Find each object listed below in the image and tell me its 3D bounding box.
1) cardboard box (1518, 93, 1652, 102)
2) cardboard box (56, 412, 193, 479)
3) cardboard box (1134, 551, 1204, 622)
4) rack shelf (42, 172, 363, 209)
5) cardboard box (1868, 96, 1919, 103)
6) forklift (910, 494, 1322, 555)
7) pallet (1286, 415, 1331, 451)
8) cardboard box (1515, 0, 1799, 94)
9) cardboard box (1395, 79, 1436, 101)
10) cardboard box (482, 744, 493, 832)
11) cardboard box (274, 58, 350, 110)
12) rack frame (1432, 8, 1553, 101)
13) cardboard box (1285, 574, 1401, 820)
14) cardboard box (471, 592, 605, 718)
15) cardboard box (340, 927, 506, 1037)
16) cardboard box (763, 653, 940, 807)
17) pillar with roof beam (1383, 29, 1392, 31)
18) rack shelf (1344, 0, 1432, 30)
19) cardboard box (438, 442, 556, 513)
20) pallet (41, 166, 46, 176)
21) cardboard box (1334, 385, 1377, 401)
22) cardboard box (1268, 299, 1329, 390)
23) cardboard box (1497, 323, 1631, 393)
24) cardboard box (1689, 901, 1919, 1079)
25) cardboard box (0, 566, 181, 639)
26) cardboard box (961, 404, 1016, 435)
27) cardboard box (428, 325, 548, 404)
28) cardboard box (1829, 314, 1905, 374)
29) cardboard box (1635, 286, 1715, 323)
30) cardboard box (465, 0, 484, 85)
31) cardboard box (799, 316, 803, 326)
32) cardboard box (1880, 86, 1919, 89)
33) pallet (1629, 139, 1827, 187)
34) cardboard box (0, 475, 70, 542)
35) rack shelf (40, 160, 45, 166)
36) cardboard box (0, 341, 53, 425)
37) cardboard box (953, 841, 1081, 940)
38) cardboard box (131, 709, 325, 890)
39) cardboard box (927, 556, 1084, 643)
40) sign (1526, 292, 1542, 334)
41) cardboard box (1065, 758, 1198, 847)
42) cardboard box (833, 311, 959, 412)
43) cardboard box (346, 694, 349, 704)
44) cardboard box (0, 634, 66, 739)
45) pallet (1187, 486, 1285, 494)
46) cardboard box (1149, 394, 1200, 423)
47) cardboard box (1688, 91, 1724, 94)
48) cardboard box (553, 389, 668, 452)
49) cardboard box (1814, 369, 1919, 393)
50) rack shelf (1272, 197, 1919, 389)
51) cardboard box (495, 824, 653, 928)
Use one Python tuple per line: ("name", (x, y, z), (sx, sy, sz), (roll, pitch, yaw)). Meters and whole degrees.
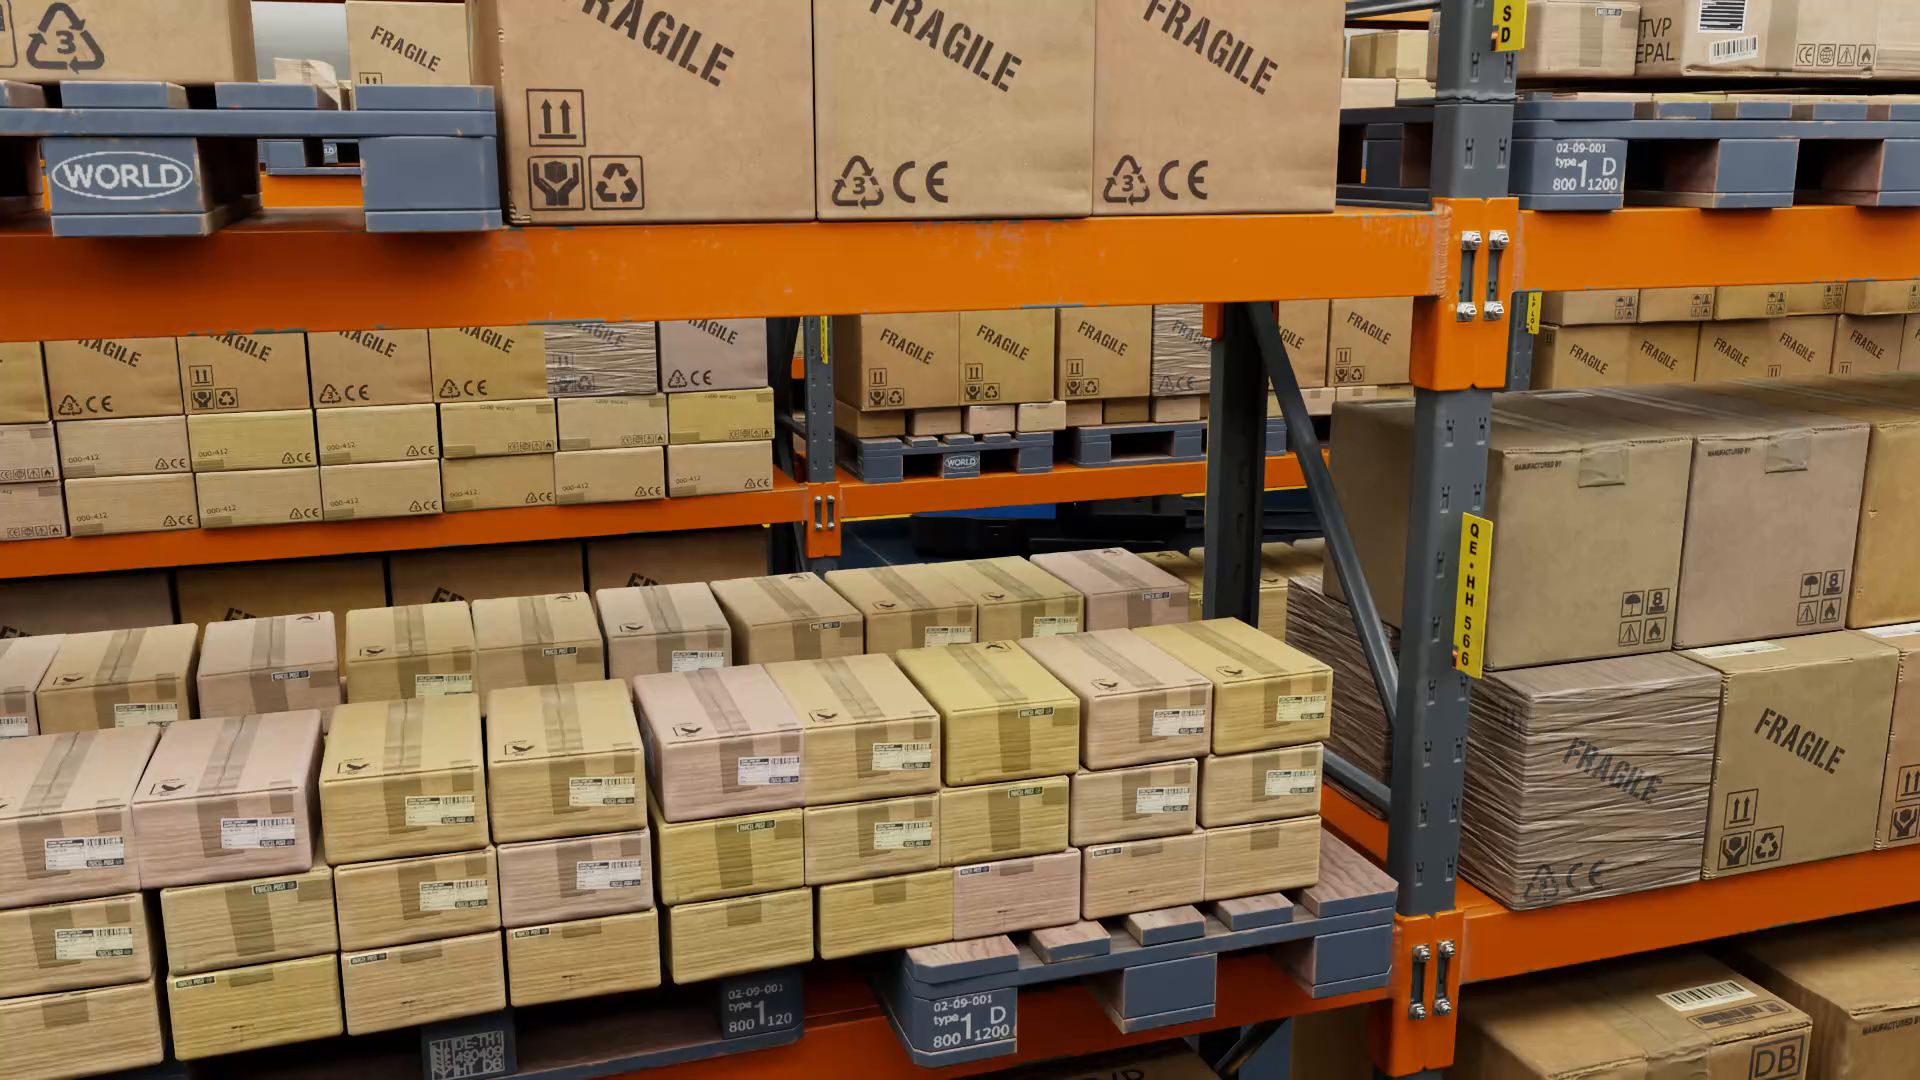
("cardboard box", (3.470, -2.358, 9.273), (0.500, 0.250, 0.500), (-5, 14, -19))
("cardboard box", (-3.624, -0.450, 7.294), (0.500, 0.250, 0.500), (-4, 14, -17))
("cardboard box", (1.131, 0.364, 9.400), (0.625, 0.372, 0.950), (-4, 14, -16))
("rack shelf", (-2.721, -1.521, 7.627), (4.000, 0.370, 1.077), (-4, 14, -18))
("cardboard box", (5.391, -2.508, 9.902), (0.500, 0.250, 0.500), (-4, 14, -16))
("forklift", (1.180, -1.387, 12.140), (3.031, 2.935, 1.130), (1, 13, 5))
("pallet", (2.195, -0.737, 9.672), (1.213, 0.211, 1.003), (-4, 14, -18))
("cardboard box", (1.744, -1.293, 4.183), (0.500, 0.311, 0.500), (-4, 14, -18))
("cardboard box", (2.459, -2.370, 9.060), (0.500, 0.250, 0.500), (-5, 14, -19))
("cardboard box", (-0.895, 0.524, 3.593), (0.250, 0.149, 0.380), (-4, 14, -17))
("cardboard box", (-2.773, -1.920, 7.135), (0.258, 0.266, 0.396), (-3, 14, -13))
("rack frame", (2.966, -3.773, 9.059), (0.127, 3.000, 1.000), (-4, 14, -18))
("cardboard box", (1.191, 0.378, 4.355), (0.500, 0.500, 0.500), (-4, 14, -18))
("cardboard box", (-0.896, 0.236, 3.516), (0.250, 0.149, 0.380), (-4, 14, -16))
("cardboard box", (-0.946, 0.688, 2.902), (0.250, 0.149, 0.380), (-5, 14, -21))
("cardboard box", (-0.208, 0.342, 3.072), (0.250, 0.149, 0.380), (-4, 14, -16))
("pillar with roof beam", (5.596, -4.359, 11.521), (0.400, 9.000, 9.100), (-4, 14, -18))
("rack shelf", (3.275, -4.464, 14.384), (4.000, 0.370, 1.077), (-4, 14, -18))
("cardboard box", (-2.183, -0.317, 7.818), (0.500, 0.250, 0.500), (-5, 14, -19))
("pallet", (-3.763, -1.709, 7.276), (1.217, 0.209, 0.805), (-5, 14, -20))
("cardboard box", (2.078, -0.796, 9.141), (0.250, 0.149, 0.380), (-5, 14, -19))
("cardboard box", (1.641, -1.094, 8.994), (0.500, 0.500, 0.500), (-4, 14, -16))
("cardboard box", (3.472, -1.019, 9.586), (0.500, 0.500, 0.500), (-4, 14, -18))
("cardboard box", (2.283, 1.319, 4.571), (0.750, 0.750, 1.050), (-4, 14, -17))
("cardboard box", (-4.054, 0.502, 7.734), (0.875, 0.875, 0.875), (-4, 14, -16))
("cardboard box", (0.095, -0.648, 8.521), (0.250, 0.149, 0.380), (-5, 14, -22))
("cardboard box", (-2.188, -0.924, 7.668), (0.500, 0.500, 0.500), (-4, 14, -18))
("cardboard box", (5.379, -1.170, 10.222), (0.500, 0.500, 0.500), (-5, 14, -18))
("cardboard box", (3.943, -1.552, 9.666), (0.500, 0.500, 0.700), (-4, 14, -18))
("cardboard box", (-0.721, -0.929, 3.367), (0.500, 0.500, 0.500), (-4, 14, -18))
("cardboard box", (-1.438, -1.834, 13.114), (0.500, 0.250, 0.500), (-4, 14, -16))
("cardboard box", (2.567, -1.230, 3.918), (0.500, 0.311, 0.500), (-5, 14, -19))
("pallet", (2.502, -0.991, 4.252), (1.213, 0.211, 1.003), (-4, 14, -15))
("cardboard box", (-4.115, -0.166, 7.181), (0.500, 0.250, 0.500), (-5, 14, -19))
("rack shelf", (-8.099, -2.314, 10.962), (4.000, 0.370, 1.077), (-4, 14, -18))
("cardboard box", (-4.108, -0.768, 7.015), (0.500, 0.500, 0.500), (-4, 14, -17))
("cardboard box", (0.049, 0.611, 3.227), (0.250, 0.149, 0.380), (-4, 14, -17))
("cardboard box", (-1.197, 0.419, 2.750), (0.250, 0.149, 0.380), (-4, 14, -16))
("cardboard box", (0.096, 0.159, 3.840), (0.250, 0.149, 0.380), (-5, 14, -20))
("sign", (3.146, -1.296, 9.108), (0.005, 0.325, 0.100), (-4, 14, -18))
("cardboard box", (0.274, 0.449, 3.267), (0.250, 0.149, 0.380), (-4, 14, -16))
("cardboard box", (-0.325, -0.939, 8.343), (0.500, 0.500, 0.500), (-5, 14, -20))
("cardboard box", (-1.147, 0.400, 3.472), (0.250, 0.149, 0.380), (-4, 14, -16))
("cardboard box", (-1.875, 0.312, 3.198), (0.250, 0.149, 0.380), (-5, 14, -18))
("pallet", (2.146, -0.636, 14.859), (1.213, 0.211, 1.003), (-4, 14, -18))
("cardboard box", (1.089, -0.733, 8.878), (0.250, 0.149, 0.380), (-4, 14, -16))
("cardboard box", (4.116, -2.588, 9.377), (0.250, 0.149, 0.380), (-5, 14, -18))
("cardboard box", (-1.688, -0.599, 7.924), (0.500, 0.250, 0.500), (-5, 14, -20))
("cardboard box", (2.727, -0.161, 4.460), (0.500, 0.500, 0.700), (-5, 14, -19))
("rack shelf", (2.745, -0.738, 4.336), (4.000, 0.370, 1.077), (-4, 14, -18))
("cardboard box", (-0.696, 0.524, 2.950), (0.250, 0.149, 0.380), (-4, 14, -17))
